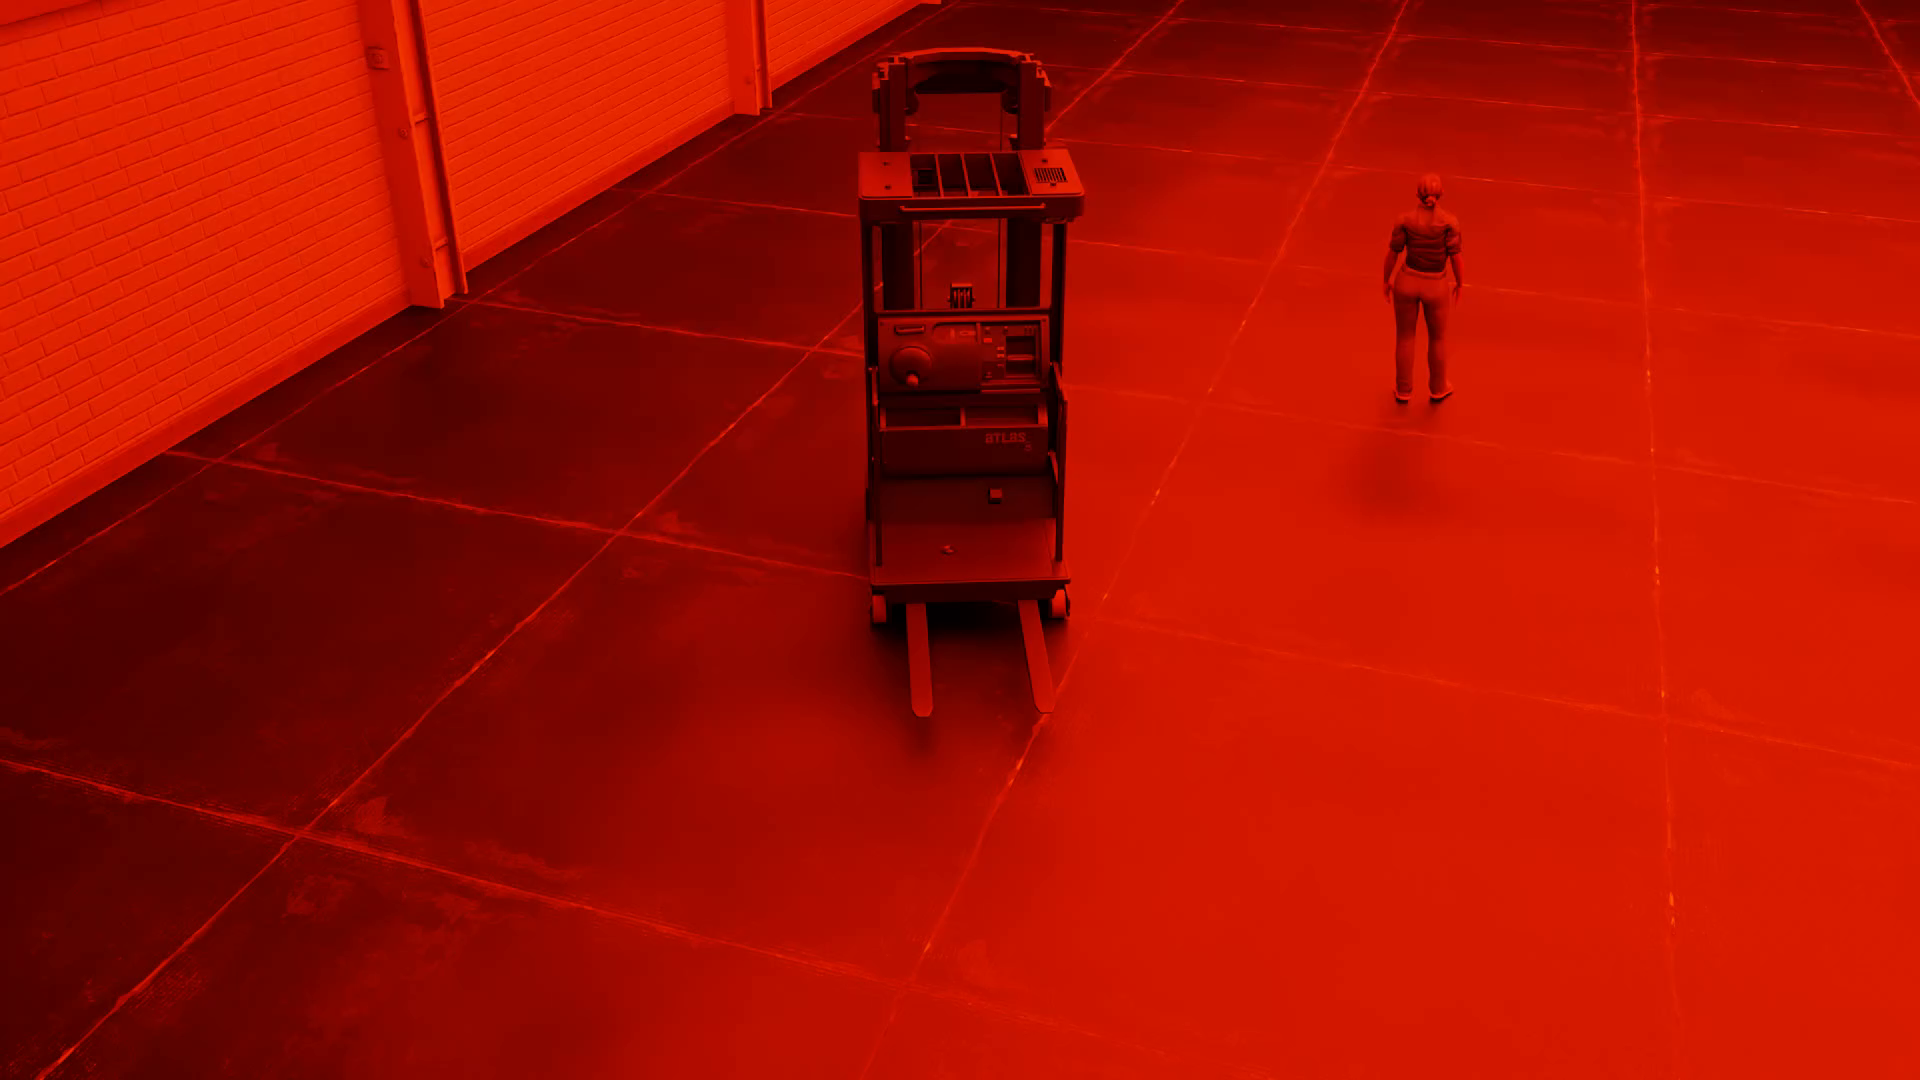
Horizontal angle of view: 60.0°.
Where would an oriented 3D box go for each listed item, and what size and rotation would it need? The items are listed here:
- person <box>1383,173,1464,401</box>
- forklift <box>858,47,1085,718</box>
[{"bbox_3d":[3.214,-1.758,11.495,0.570,1.654,0.504,11,31,18],"label":"person"},{"bbox_3d":[0.035,-0.972,8.842,1.130,2.935,3.031,-2,30,-3],"label":"forklift"}]
